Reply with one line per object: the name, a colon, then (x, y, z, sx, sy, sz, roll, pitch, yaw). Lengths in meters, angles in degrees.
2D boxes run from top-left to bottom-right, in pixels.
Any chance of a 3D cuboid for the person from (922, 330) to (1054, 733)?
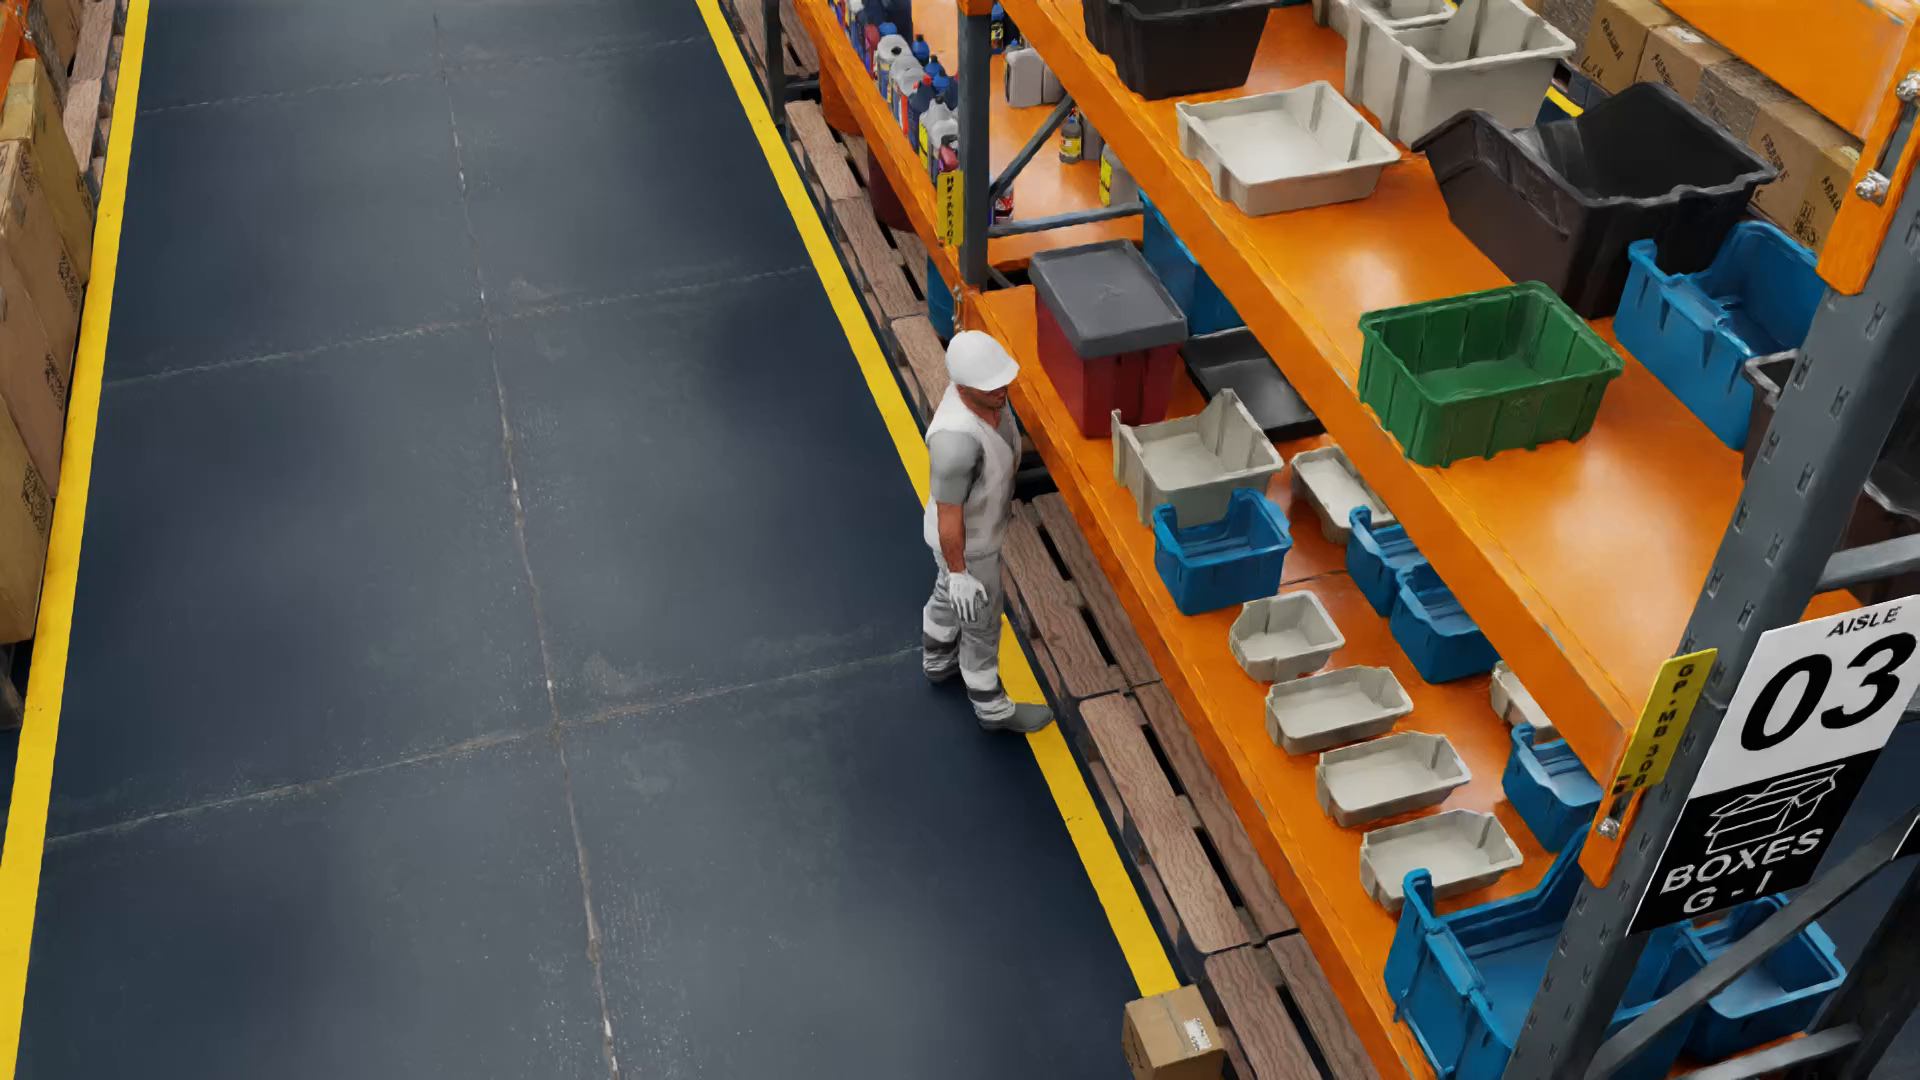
person: (0.105, -0.009, 6.114, 0.570, 1.786, 0.663, 6, 42, 7)
